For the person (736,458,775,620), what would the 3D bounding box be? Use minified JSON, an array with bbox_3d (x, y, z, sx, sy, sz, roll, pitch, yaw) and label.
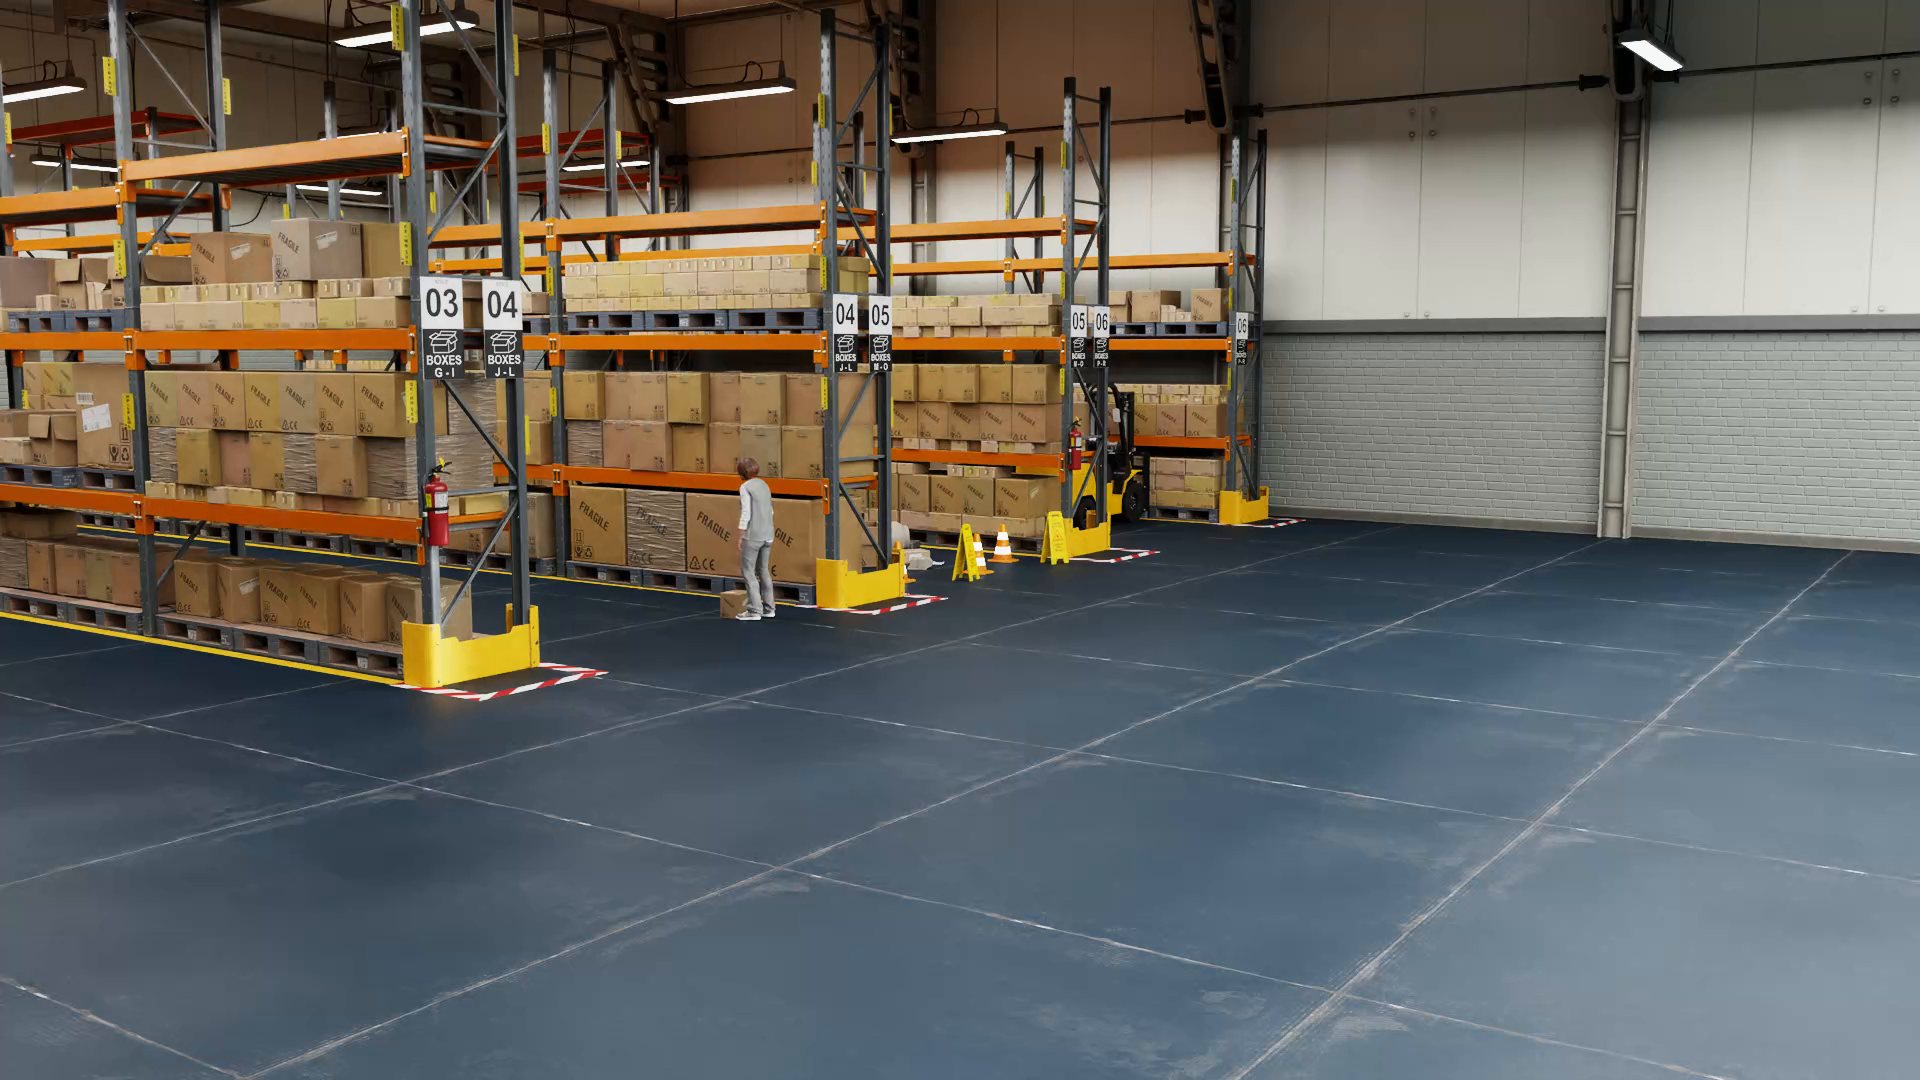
[{"bbox_3d":[-2.006,-0.012,16.301,0.345,1.593,0.479,4,8,32],"label":"person"}]
